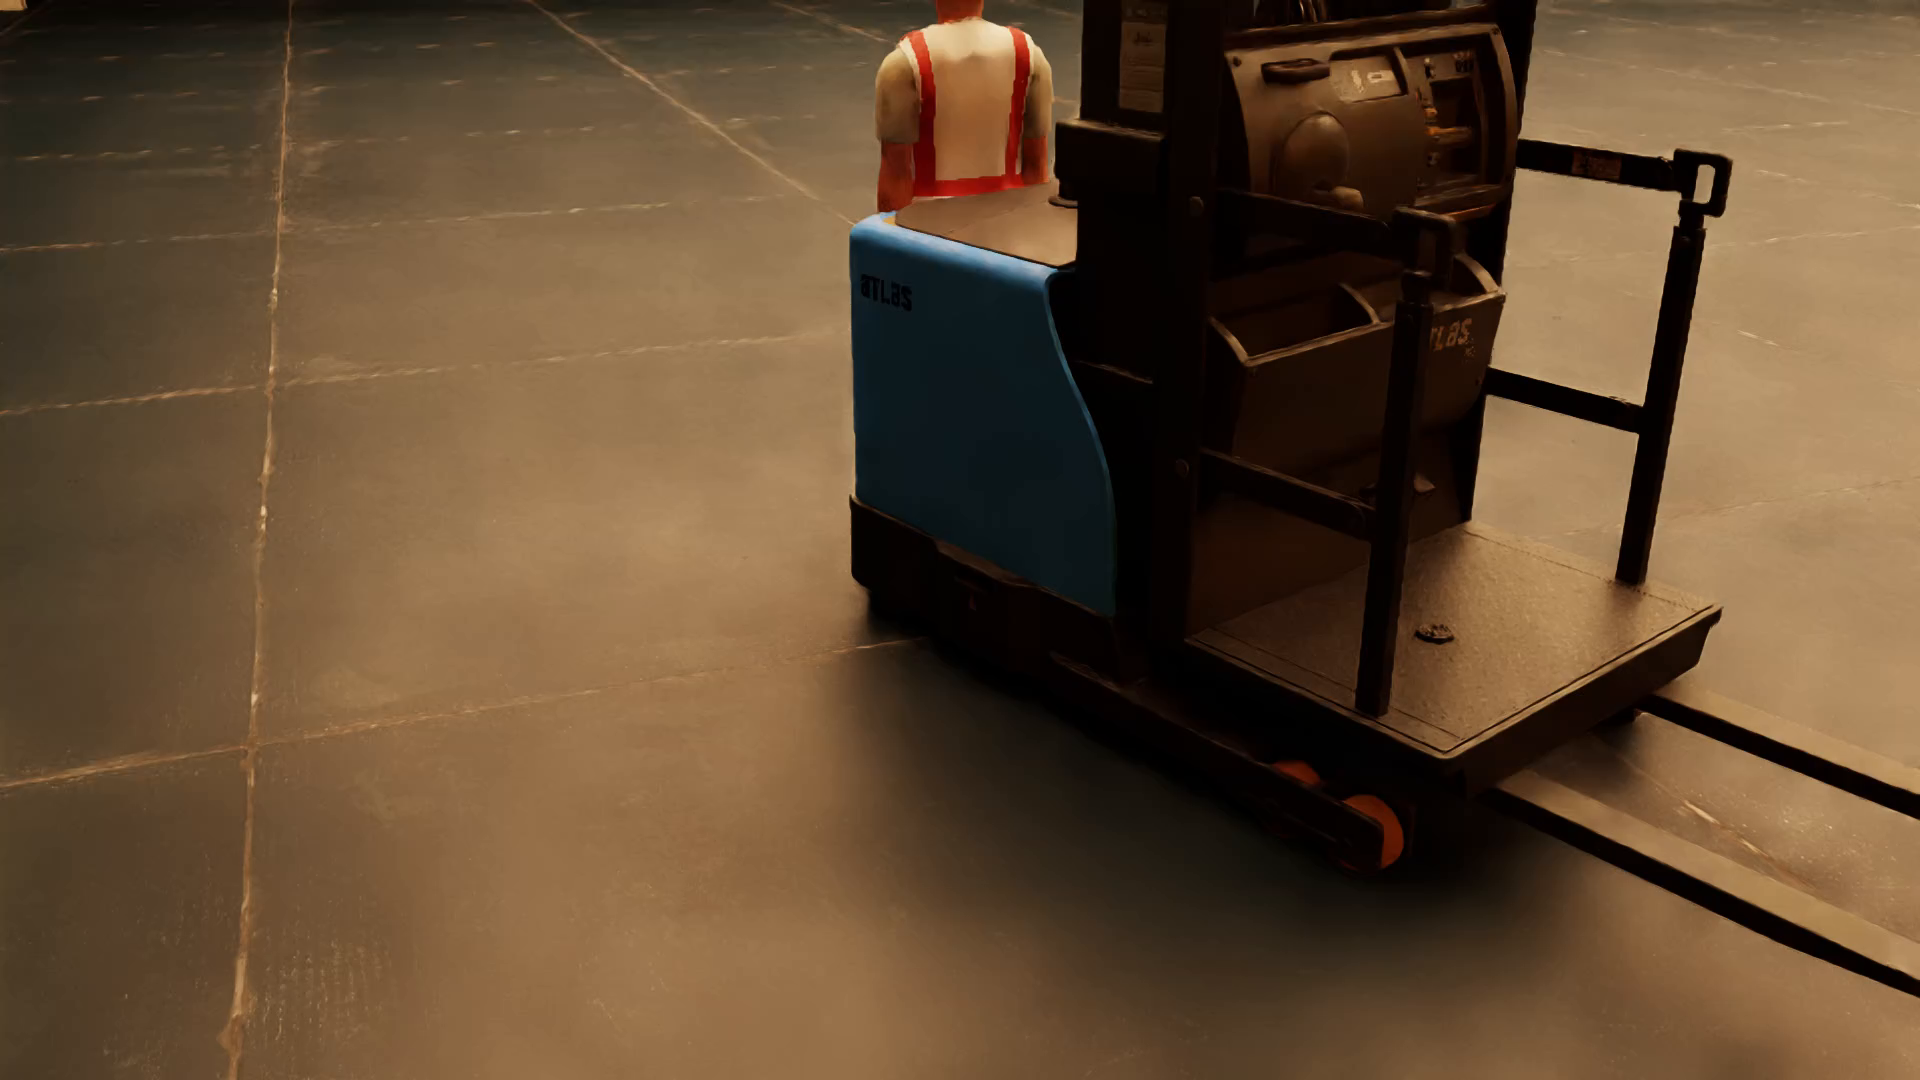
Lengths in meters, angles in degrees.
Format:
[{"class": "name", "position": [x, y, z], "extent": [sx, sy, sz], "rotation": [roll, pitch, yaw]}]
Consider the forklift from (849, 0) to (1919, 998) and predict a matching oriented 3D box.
[{"class": "forklift", "position": [1.031, -0.878, 3.386], "extent": [1.130, 2.935, 3.031], "rotation": [-18, 29, -36]}]

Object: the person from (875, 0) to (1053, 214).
[{"class": "person", "position": [-0.030, -0.856, 4.804], "extent": [0.540, 1.794, 0.484], "rotation": [-8, 24, -18]}]
